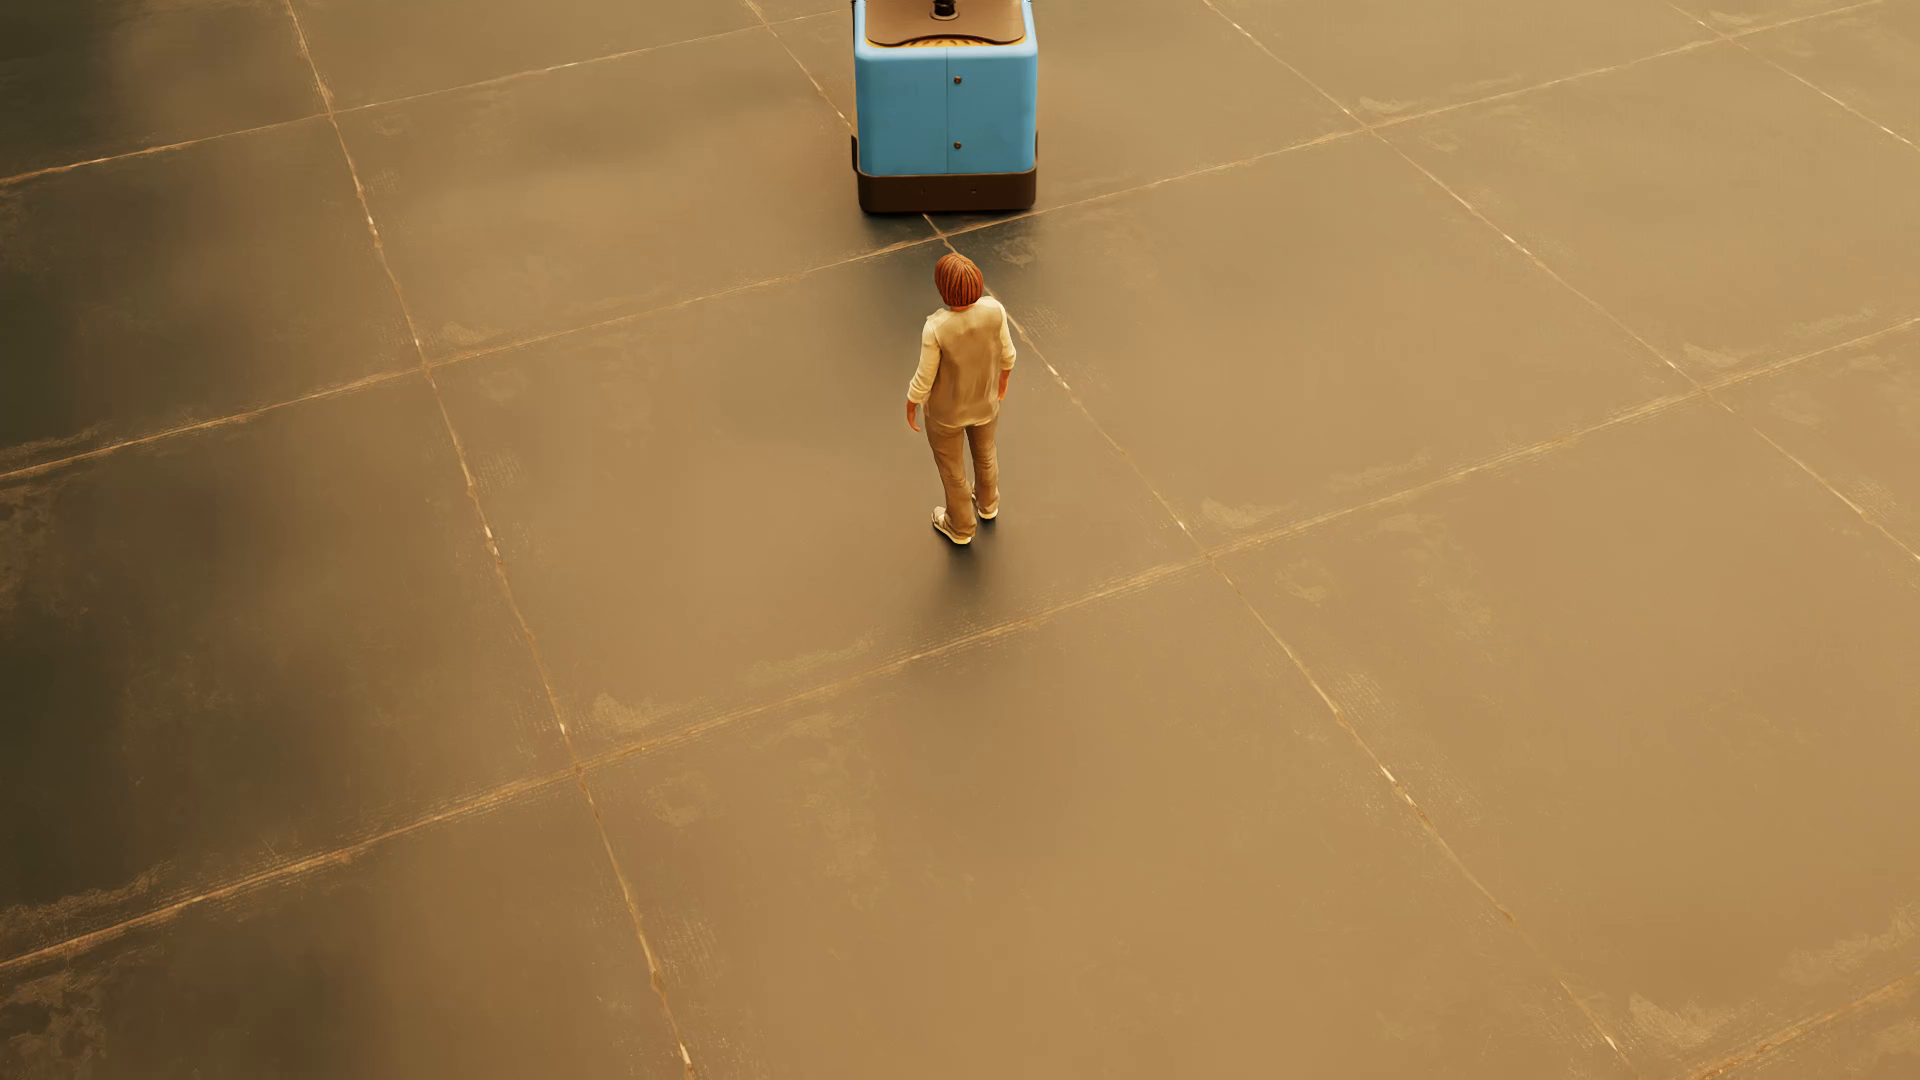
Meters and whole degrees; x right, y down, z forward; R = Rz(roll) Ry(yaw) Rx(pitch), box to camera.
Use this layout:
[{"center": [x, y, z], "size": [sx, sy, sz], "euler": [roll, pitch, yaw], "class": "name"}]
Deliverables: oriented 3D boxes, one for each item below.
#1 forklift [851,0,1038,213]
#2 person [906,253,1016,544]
[{"center": [-0.136, -3.990, 9.956], "size": [1.130, 2.935, 3.031], "euler": [-2, 43, -2], "class": "forklift"}, {"center": [-0.018, -0.640, 7.332], "size": [0.520, 1.599, 0.473], "euler": [-18, 46, -18], "class": "person"}]
